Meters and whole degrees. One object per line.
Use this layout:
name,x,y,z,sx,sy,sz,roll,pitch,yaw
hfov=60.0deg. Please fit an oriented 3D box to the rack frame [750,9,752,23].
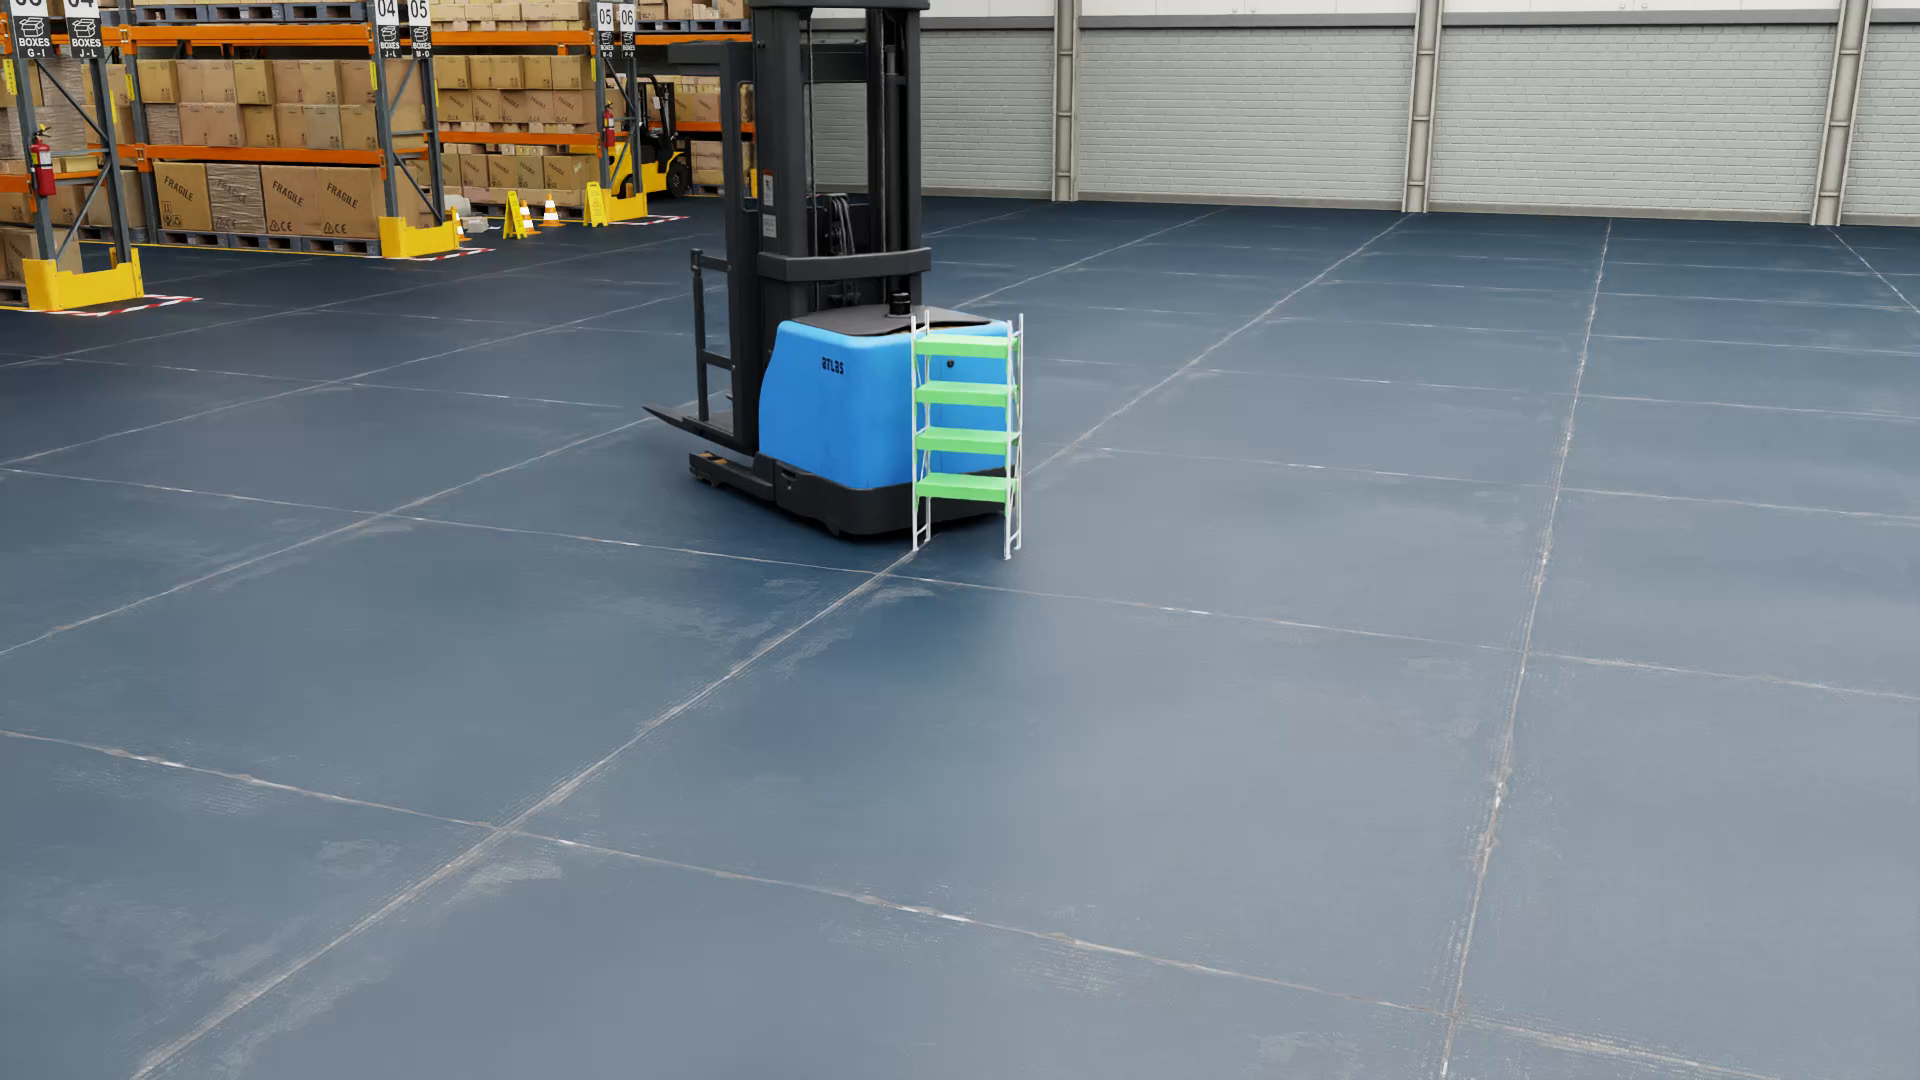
rack frame,-3.418,-10.606,29.068,0.127,3.000,1.000,6,17,21

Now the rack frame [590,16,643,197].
rack frame,-5.236,-6.438,25.469,0.127,3.000,1.000,6,17,21

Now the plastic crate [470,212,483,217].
plastic crate,-7.797,-5.071,25.999,0.583,0.080,0.402,0,16,1

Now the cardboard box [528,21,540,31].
cardboard box,-6.360,-7.818,25.293,0.250,0.149,0.380,6,17,21

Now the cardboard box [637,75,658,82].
cardboard box,-5.724,-8.416,30.408,0.250,0.149,0.380,6,17,20

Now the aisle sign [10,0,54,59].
aisle sign,-8.924,-5.032,15.963,0.004,0.787,0.394,6,17,21

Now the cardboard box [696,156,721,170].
cardboard box,-4.448,-6.870,30.238,0.500,0.250,0.500,6,17,20

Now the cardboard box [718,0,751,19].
cardboard box,-3.919,-9.446,29.338,0.500,0.500,0.500,7,18,22

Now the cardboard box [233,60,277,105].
cardboard box,-8.846,-5.928,21.505,0.500,0.550,0.875,6,17,21

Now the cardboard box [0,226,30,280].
cardboard box,-10.015,-2.989,17.320,0.500,0.500,0.500,12,20,35

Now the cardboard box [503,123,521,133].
cardboard box,-6.878,-6.413,25.833,0.250,0.149,0.380,6,17,20

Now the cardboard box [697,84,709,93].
cardboard box,-4.537,-8.137,29.979,0.250,0.149,0.380,6,17,20

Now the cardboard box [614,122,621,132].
cardboard box,-5.476,-6.406,25.808,0.250,0.149,0.380,6,17,21

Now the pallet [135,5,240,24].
pallet,-9.922,-6.864,21.717,1.213,0.211,1.003,6,17,21

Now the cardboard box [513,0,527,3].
cardboard box,-6.571,-8.222,25.257,0.250,0.149,0.380,6,17,21

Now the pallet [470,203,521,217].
pallet,-7.180,-5.324,26.634,1.213,0.211,1.003,6,17,21

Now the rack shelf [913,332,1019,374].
rack shelf,0.037,-0.928,8.225,0.480,0.148,0.258,5,17,16

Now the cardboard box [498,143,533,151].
cardboard box,-8.348,-7.328,32.041,0.625,0.625,0.875,6,17,20

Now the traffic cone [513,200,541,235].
traffic cone,-6.200,-4.606,23.710,0.334,0.463,0.336,6,17,21

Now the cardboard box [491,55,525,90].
cardboard box,-6.771,-7.184,25.532,0.500,0.500,0.700,6,17,20

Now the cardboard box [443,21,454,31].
cardboard box,-7.800,-7.967,25.807,0.250,0.149,0.380,6,17,19

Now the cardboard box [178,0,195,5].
cardboard box,-9.759,-6.919,21.266,0.250,0.149,0.380,6,17,20

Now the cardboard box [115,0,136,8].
cardboard box,-11.149,-7.305,22.384,0.396,0.266,0.258,6,17,20

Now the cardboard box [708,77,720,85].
cardboard box,-4.323,-8.247,29.824,0.250,0.149,0.380,7,17,22

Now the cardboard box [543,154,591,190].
cardboard box,-6.077,-5.693,25.738,0.500,0.500,0.500,6,17,21

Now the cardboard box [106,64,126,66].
cardboard box,-14.195,-7.872,28.437,0.500,0.500,0.500,6,17,21

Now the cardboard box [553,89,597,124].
cardboard box,-5.842,-6.613,25.358,0.500,0.500,0.500,6,17,20

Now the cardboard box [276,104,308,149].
cardboard box,-8.314,-5.382,21.564,0.550,0.550,0.875,6,17,21

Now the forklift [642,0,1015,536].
forklift,-0.952,-1.782,9.556,1.130,2.935,3.031,-11,19,-33

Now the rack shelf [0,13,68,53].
rack shelf,-10.732,-5.167,17.002,4.000,0.370,1.077,6,17,21

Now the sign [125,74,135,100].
sign,-10.869,-5.929,21.782,0.005,0.325,0.100,6,17,21

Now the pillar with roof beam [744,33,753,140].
pillar with roof beam,-5.315,-9.795,26.273,0.400,9.000,9.100,6,17,21

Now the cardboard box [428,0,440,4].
cardboard box,-8.054,-8.351,25.698,0.250,0.149,0.380,6,17,20

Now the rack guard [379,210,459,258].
rack guard,-6.936,-3.941,21.351,0.348,0.500,1.175,6,17,21

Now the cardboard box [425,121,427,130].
cardboard box,-8.269,-6.579,26.407,0.250,0.149,0.380,6,17,20

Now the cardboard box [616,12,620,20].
cardboard box,-6.118,-9.501,30.158,0.250,0.149,0.380,7,18,22

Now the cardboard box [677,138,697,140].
cardboard box,-5.197,-7.343,30.974,0.500,0.250,0.500,6,17,20

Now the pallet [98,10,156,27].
pallet,-11.550,-6.982,22.308,1.217,0.209,0.805,6,17,18

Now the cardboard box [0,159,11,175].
cardboard box,-9.445,-3.748,16.655,0.250,0.149,0.380,6,17,21

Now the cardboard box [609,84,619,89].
cardboard box,-6.243,-8.303,30.552,0.250,0.149,0.380,7,17,22

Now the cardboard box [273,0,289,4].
cardboard box,-8.339,-6.763,20.728,0.250,0.149,0.380,6,17,20

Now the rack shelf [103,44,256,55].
rack shelf,-16.442,-10.253,34.520,4.000,0.370,1.077,6,17,21

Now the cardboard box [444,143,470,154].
cardboard box,-7.934,-6.189,26.282,0.250,0.149,0.380,7,18,23

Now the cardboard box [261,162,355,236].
cardboard box,-8.432,-4.467,21.737,0.875,0.875,0.875,6,17,20

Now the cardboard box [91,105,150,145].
cardboard box,-11.263,-5.585,22.352,0.500,0.500,0.500,6,17,20

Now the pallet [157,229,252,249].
pallet,-10.000,-4.116,22.471,1.213,0.211,1.003,6,17,21

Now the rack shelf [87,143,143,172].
rack shelf,-12.540,-5.412,23.225,4.000,0.370,1.077,6,17,21

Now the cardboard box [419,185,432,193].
cardboard box,-8.507,-5.598,26.754,0.500,0.250,0.500,5,17,18

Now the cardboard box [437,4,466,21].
cardboard box,-7.704,-8.137,25.678,0.500,0.250,0.500,6,17,21

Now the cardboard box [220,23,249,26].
cardboard box,-11.800,-8.645,27.513,0.500,0.500,0.700,6,17,21

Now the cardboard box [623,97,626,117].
cardboard box,-5.860,-7.969,30.564,0.500,0.500,0.500,6,17,20

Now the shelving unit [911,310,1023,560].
shelving unit,0.037,-0.528,8.341,0.503,1.200,0.258,5,17,16
